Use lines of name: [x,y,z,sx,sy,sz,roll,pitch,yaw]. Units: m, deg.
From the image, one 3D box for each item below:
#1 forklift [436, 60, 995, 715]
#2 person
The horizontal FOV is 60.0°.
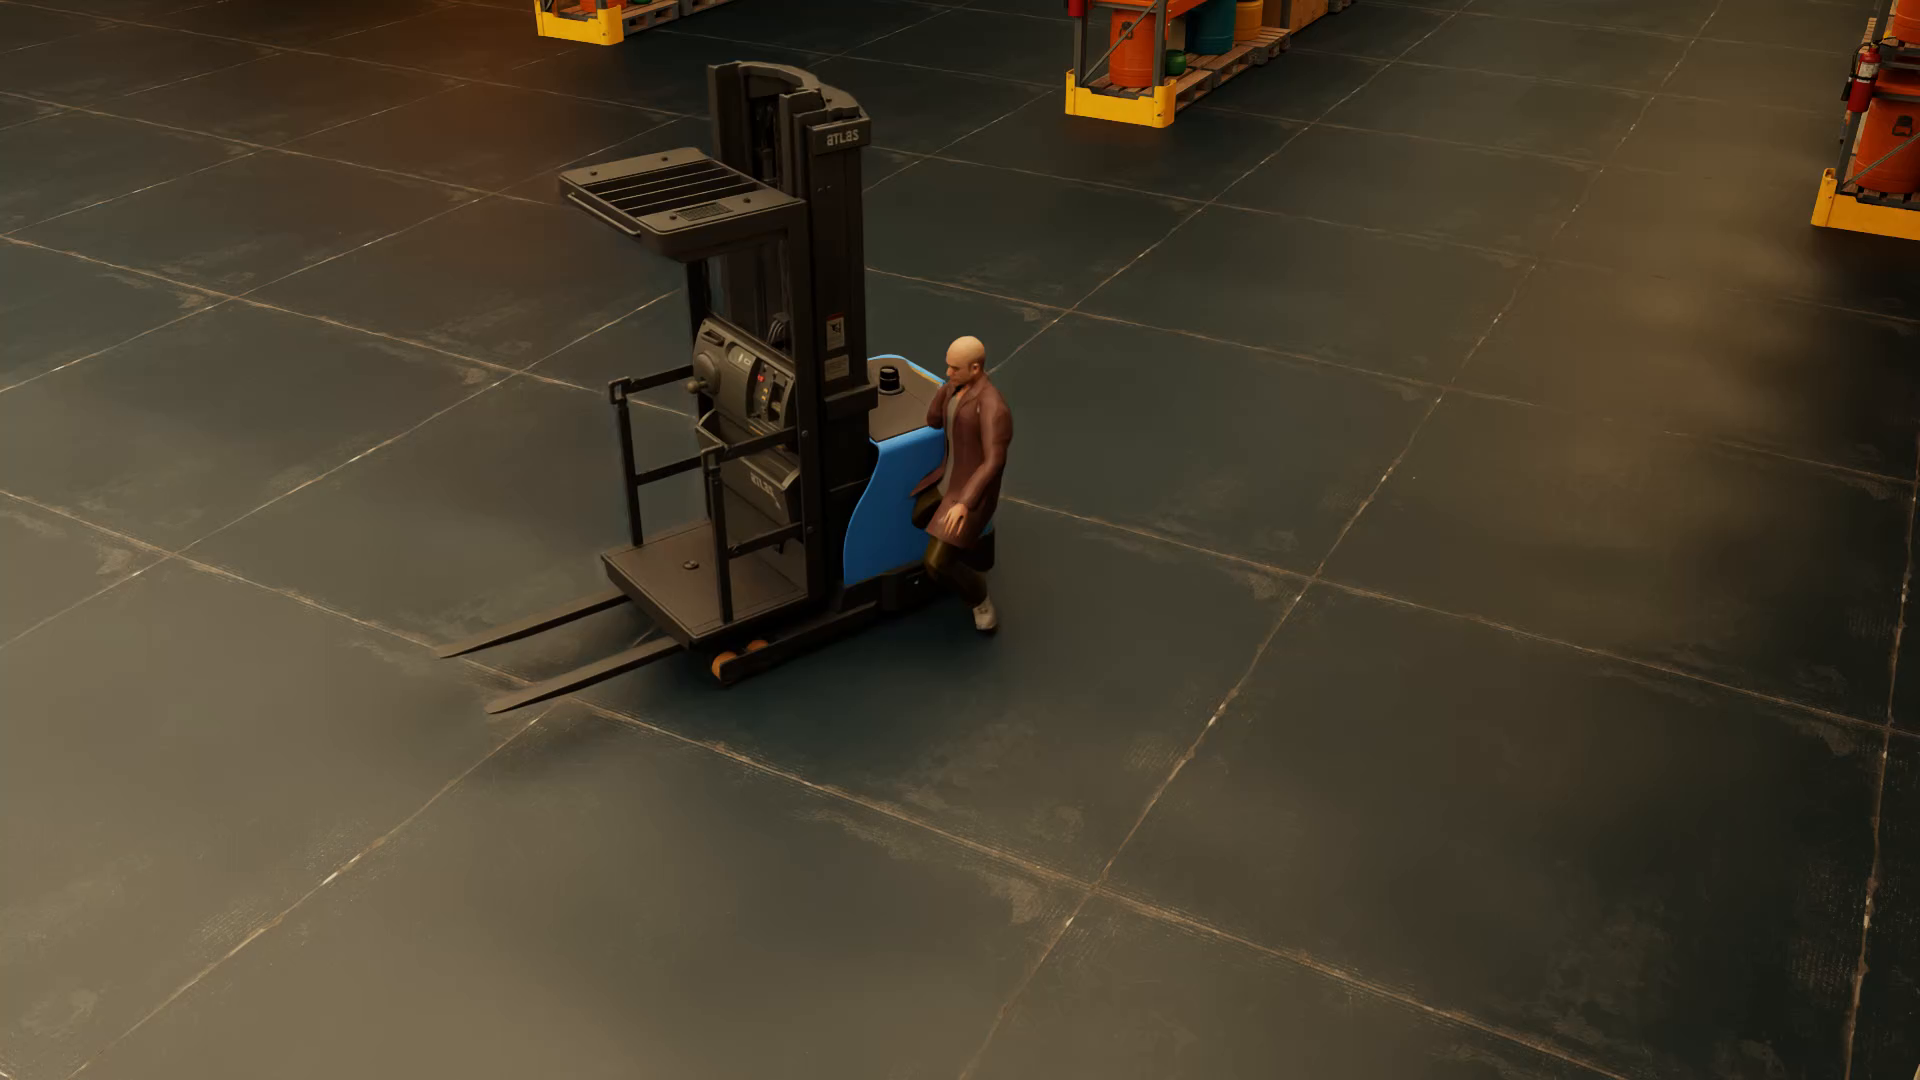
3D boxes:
forklift: [-1.285,-0.817,8.487,3.031,2.935,1.130,-21,36,-31]
person: [-0.147,-0.269,8.802,0.737,1.664,0.839,-11,32,-18]
